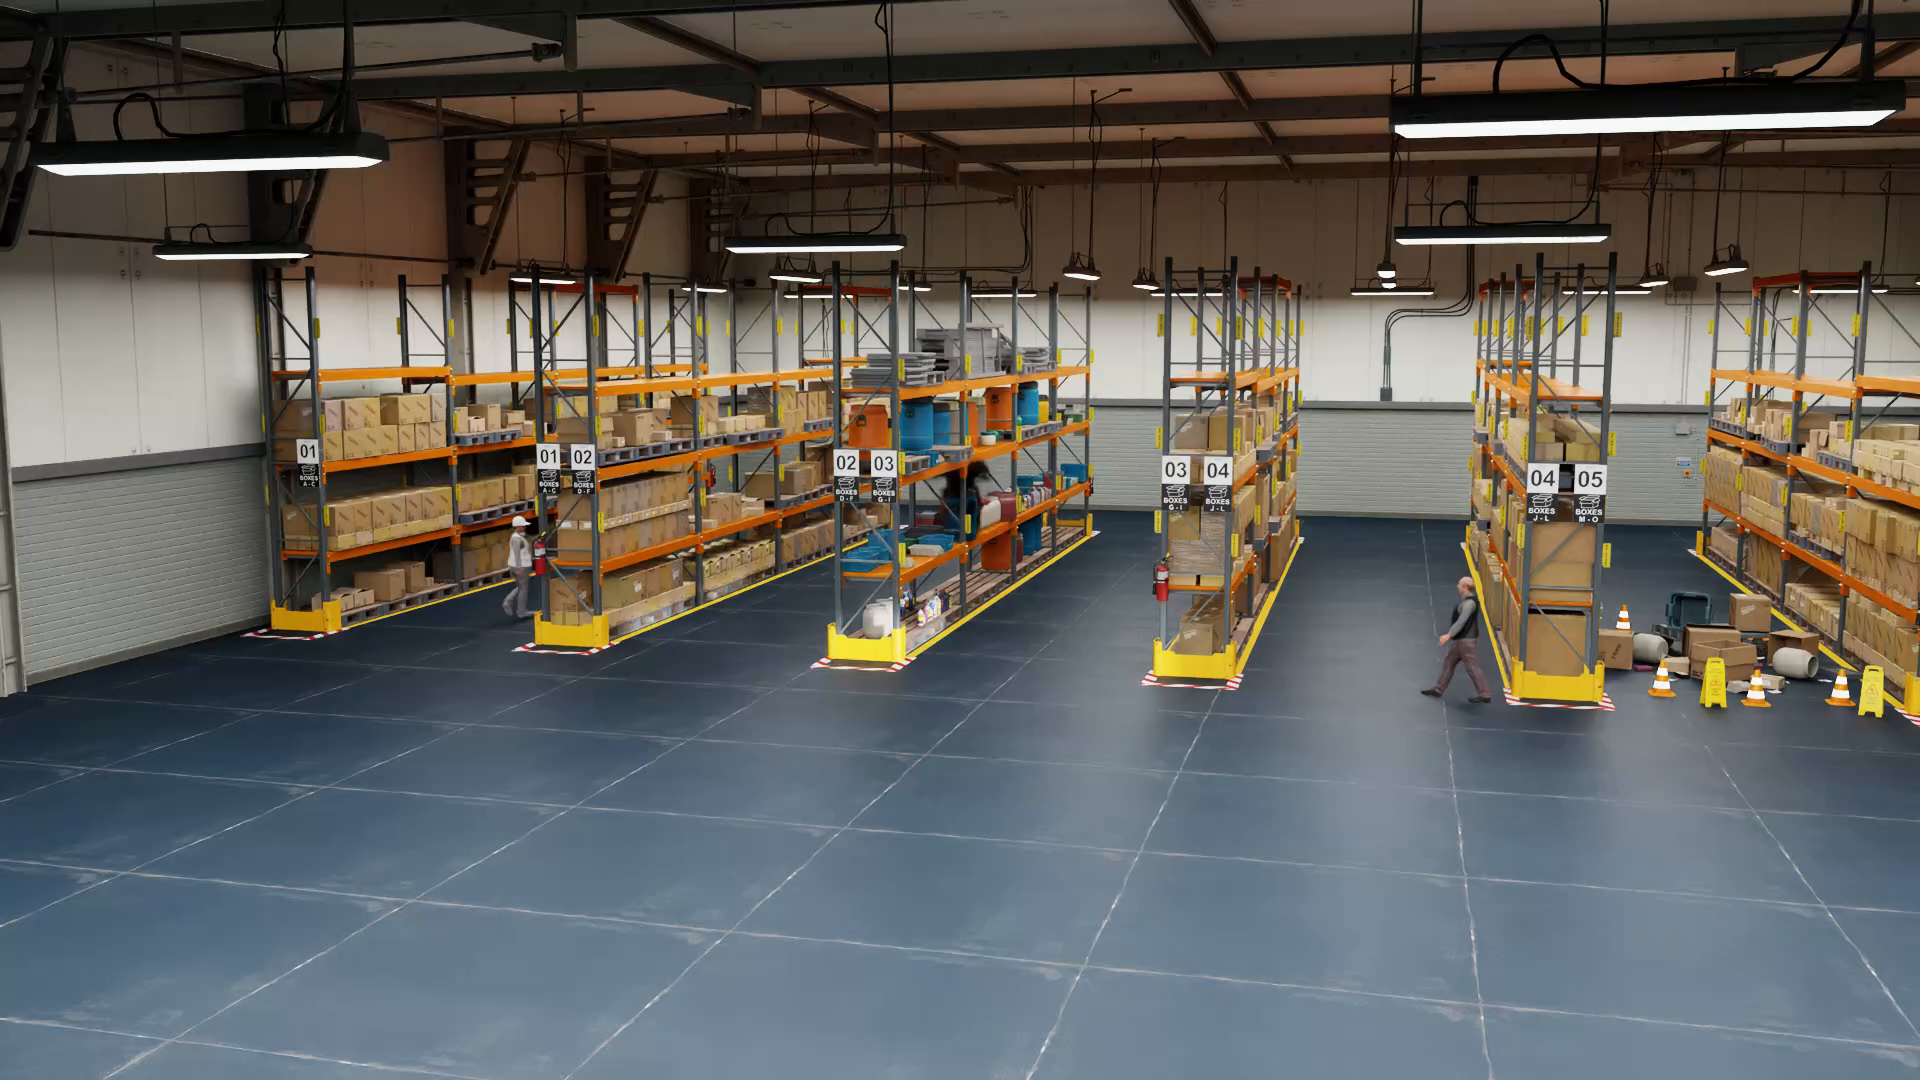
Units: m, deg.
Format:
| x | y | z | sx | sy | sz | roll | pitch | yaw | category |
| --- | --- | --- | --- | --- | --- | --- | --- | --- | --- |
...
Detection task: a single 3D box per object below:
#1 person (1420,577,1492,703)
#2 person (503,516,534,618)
| x | y | z | sx | sy | sz | roll | pitch | yaw | category |
| --- | --- | --- | --- | --- | --- | --- | --- | --- | --- |
| 6.681 | 1.327 | 22.314 | 0.954 | 1.673 | 0.620 | 3 | 8 | 21 | person |
| -7.669 | 0.462 | 28.797 | 0.524 | 1.767 | 0.526 | -6 | 9 | -40 | person |
